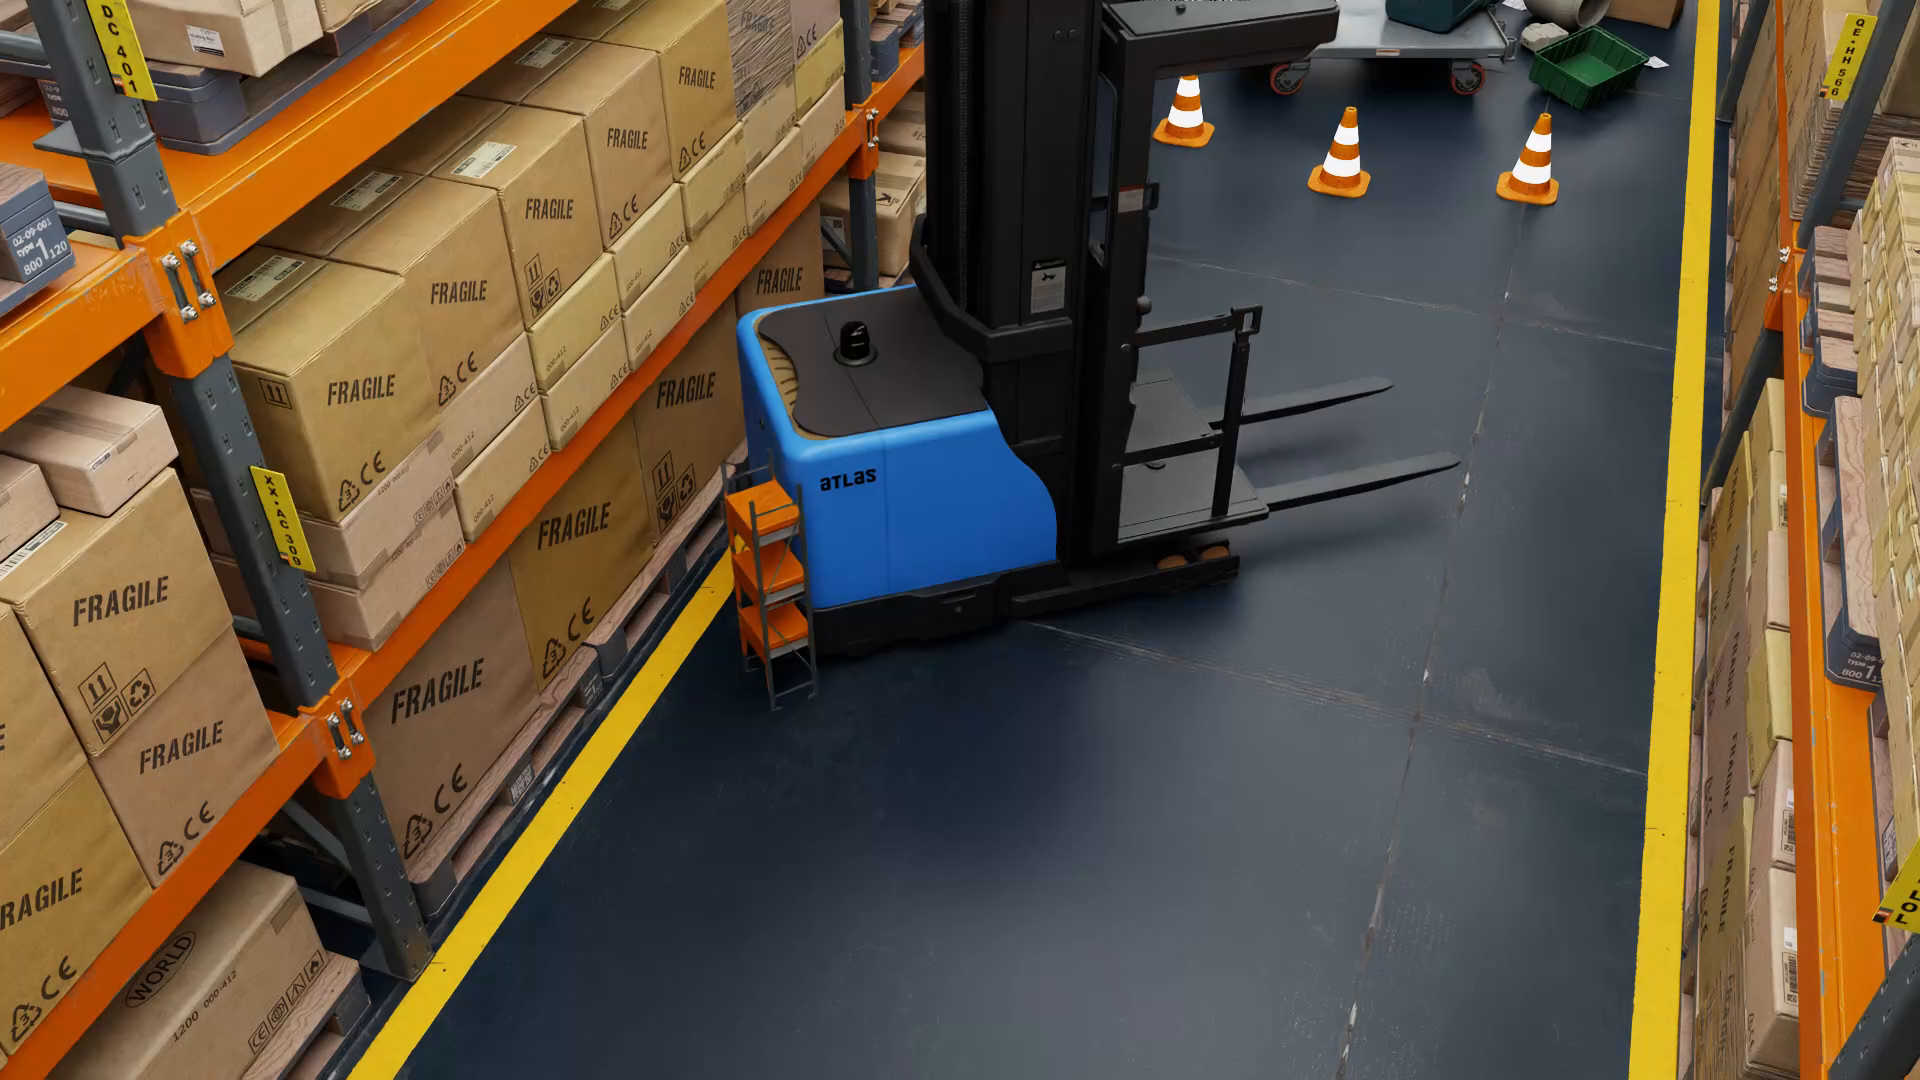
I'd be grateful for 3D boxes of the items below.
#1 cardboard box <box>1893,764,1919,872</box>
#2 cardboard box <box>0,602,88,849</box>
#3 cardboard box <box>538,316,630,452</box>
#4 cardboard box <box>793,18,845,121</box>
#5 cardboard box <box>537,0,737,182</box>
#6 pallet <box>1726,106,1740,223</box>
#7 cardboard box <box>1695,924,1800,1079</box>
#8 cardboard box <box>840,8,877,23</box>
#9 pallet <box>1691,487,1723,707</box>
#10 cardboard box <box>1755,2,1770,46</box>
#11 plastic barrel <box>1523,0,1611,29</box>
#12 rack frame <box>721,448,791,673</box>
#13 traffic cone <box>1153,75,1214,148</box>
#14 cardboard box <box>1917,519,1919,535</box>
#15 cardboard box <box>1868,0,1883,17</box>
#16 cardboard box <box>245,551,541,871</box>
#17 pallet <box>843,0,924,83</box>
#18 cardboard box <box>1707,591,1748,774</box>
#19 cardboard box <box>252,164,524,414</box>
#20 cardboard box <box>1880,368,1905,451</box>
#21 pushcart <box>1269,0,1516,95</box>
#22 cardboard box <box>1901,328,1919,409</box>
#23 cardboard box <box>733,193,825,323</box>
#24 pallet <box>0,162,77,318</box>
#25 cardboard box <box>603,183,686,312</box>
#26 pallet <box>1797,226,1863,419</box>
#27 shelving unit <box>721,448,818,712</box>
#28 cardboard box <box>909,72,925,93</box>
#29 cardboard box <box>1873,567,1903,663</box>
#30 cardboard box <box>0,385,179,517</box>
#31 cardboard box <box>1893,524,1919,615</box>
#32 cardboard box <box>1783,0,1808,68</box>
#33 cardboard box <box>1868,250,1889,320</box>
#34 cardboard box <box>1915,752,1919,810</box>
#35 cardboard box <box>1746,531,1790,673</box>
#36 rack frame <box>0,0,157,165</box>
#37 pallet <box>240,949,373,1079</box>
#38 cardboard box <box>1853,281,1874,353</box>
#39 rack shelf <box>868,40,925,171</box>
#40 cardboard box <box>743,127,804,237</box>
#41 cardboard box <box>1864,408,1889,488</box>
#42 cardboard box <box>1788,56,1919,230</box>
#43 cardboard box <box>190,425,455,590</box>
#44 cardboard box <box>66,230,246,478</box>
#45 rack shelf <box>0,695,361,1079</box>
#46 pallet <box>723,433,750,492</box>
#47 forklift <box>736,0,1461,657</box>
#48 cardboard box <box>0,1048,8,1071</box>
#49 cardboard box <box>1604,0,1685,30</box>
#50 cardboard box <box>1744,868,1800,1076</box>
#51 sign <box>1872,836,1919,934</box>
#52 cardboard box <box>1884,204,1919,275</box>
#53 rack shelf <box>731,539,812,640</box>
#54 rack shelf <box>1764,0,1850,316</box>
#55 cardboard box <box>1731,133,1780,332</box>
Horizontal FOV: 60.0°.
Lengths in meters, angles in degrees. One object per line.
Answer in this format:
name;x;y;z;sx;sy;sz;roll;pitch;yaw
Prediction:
cardboard box;2.465;0.715;3.971;0.380;0.149;0.250;14;42;15
cardboard box;-2.342;0.425;3.593;0.500;0.500;0.500;13;42;14
cardboard box;-1.495;-0.591;5.747;0.500;0.250;0.500;13;42;15
cardboard box;-0.818;-2.034;7.053;0.500;0.250;0.500;13;42;15
cardboard box;-1.166;-1.682;6.063;0.500;0.500;0.500;13;42;15
pallet;4.970;-2.107;9.557;1.003;0.211;1.213;13;42;15
cardboard box;2.444;1.508;4.774;0.500;0.500;0.500;13;42;14
cardboard box;-0.605;-2.474;7.709;0.380;0.149;0.250;11;42;13
pallet;3.526;0.321;6.711;1.003;0.211;1.213;13;42;15
cardboard box;5.444;-3.375;10.208;0.875;0.875;0.875;14;42;16
plastic barrel;4.109;-3.708;11.270;0.421;0.421;0.512;-21;45;-22
rack frame;-0.769;0.098;6.326;0.200;1.050;0.008;-21;45;-22
traffic cone;1.368;-2.660;10.012;0.336;0.463;0.334;13;42;15
cardboard box;2.739;0.015;4.333;0.380;0.149;0.250;12;42;14
cardboard box;4.130;-2.215;6.687;0.700;0.500;0.500;13;42;14
cardboard box;-2.122;0.439;5.737;0.875;0.875;0.875;15;43;16
pallet;-0.748;-2.638;8.179;1.213;0.211;1.003;13;42;15
cardboard box;2.974;0.572;5.871;0.500;0.500;0.500;12;42;14
cardboard box;-1.690;-0.753;4.974;0.500;0.500;0.500;13;42;15
cardboard box;3.002;-0.357;4.998;0.380;0.149;0.250;13;42;15
pushcart;2.636;-3.219;10.733;1.648;0.377;0.936;0;40;0
cardboard box;3.007;-0.465;4.896;0.380;0.149;0.250;15;43;16
cardboard box;-1.205;-1.201;7.661;0.875;0.875;0.875;13;42;15
pallet;-2.549;-0.424;3.193;1.003;0.211;1.213;13;42;15
cardboard box;-1.323;-1.087;5.943;0.500;0.250;0.500;12;42;14
pallet;3.651;-0.685;5.889;1.213;0.211;1.003;13;42;15
shelving unit;-0.708;0.167;6.246;0.215;1.050;0.252;-21;45;-22
cardboard box;-0.179;-2.668;9.768;0.950;0.372;0.625;15;43;17
cardboard box;2.728;0.240;4.528;0.380;0.149;0.250;12;42;13
cardboard box;-2.065;-0.220;3.849;0.380;0.149;0.250;12;42;14
cardboard box;2.734;0.122;4.437;0.380;0.149;0.250;11;42;13
cardboard box;4.211;-2.510;7.804;0.500;0.500;0.500;14;42;16
cardboard box;3.262;-0.814;5.533;0.380;0.149;0.250;12;42;14
cardboard box;2.467;0.599;3.878;0.380;0.149;0.250;14;42;15
cardboard box;2.977;0.265;5.653;0.500;0.250;0.500;14;42;15
rack frame;-2.259;-2.095;2.773;1.000;3.000;0.127;13;42;15
pallet;-2.593;1.694;5.102;1.003;0.211;1.213;13;42;15
cardboard box;3.269;-0.724;5.657;0.380;0.149;0.250;15;43;17
rack shelf;-0.207;-3.199;9.243;1.077;0.370;4.000;13;42;15
cardboard box;-0.980;-1.515;6.830;0.500;0.250;0.500;14;42;16
cardboard box;3.001;-0.243;5.093;0.380;0.149;0.250;14;42;16
cardboard box;3.697;-1.588;6.723;0.500;0.500;0.500;13;42;15
cardboard box;-1.844;-0.152;4.848;0.500;0.250;0.500;12;42;14
cardboard box;-2.342;-0.560;4.748;0.500;0.500;0.500;15;43;16
rack shelf;-2.943;1.680;3.524;1.077;0.370;4.000;13;42;15
pallet;-1.232;-0.728;7.940;1.003;0.211;1.213;13;42;15
forklift;0.663;-1.203;6.402;3.031;2.935;1.130;-12;42;-13
cardboard box;-2.506;1.113;3.557;0.500;0.500;0.500;13;42;14
cardboard box;4.729;-3.880;11.411;0.500;0.500;0.500;21;45;22
cardboard box;2.444;1.219;4.534;0.500;0.250;0.500;12;42;14
sign;1.904;0.662;3.270;0.100;0.325;0.005;13;42;15
cardboard box;3.277;-0.954;5.469;0.380;0.149;0.250;13;42;15
rack shelf;-0.708;0.175;6.253;0.215;0.259;0.240;-21;45;-22
rack shelf;4.479;-2.162;8.027;1.077;0.370;4.000;13;42;15
cardboard box;4.384;-1.405;7.996;1.050;0.750;0.750;14;42;16
